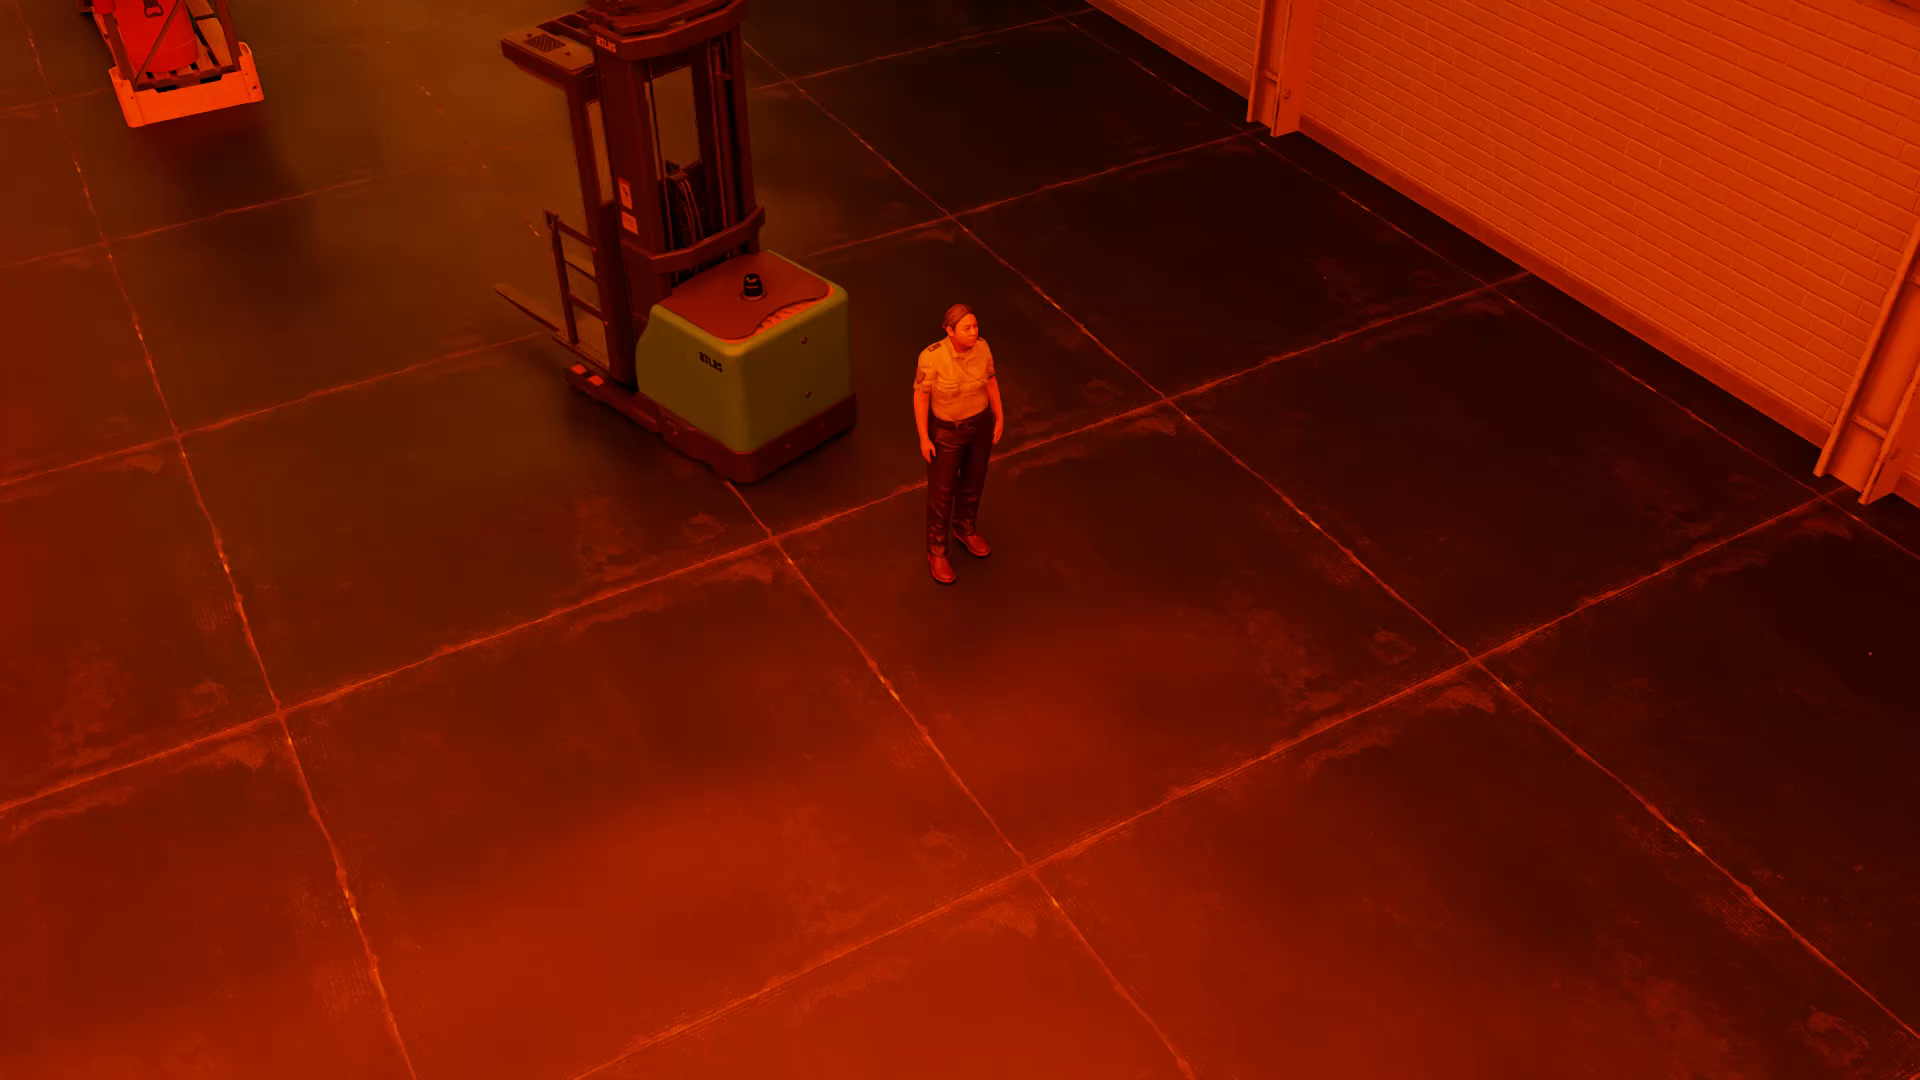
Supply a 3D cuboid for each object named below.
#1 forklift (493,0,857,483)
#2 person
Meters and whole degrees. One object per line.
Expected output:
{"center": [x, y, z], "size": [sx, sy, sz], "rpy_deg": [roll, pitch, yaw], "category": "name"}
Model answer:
{"center": [-2.110, -2.314, 10.826], "size": [3.031, 2.935, 1.130], "rpy_deg": [31, 49, 32], "category": "forklift"}
{"center": [0.025, -0.584, 9.733], "size": [0.599, 1.650, 0.503], "rpy_deg": [-20, 44, -23], "category": "person"}
